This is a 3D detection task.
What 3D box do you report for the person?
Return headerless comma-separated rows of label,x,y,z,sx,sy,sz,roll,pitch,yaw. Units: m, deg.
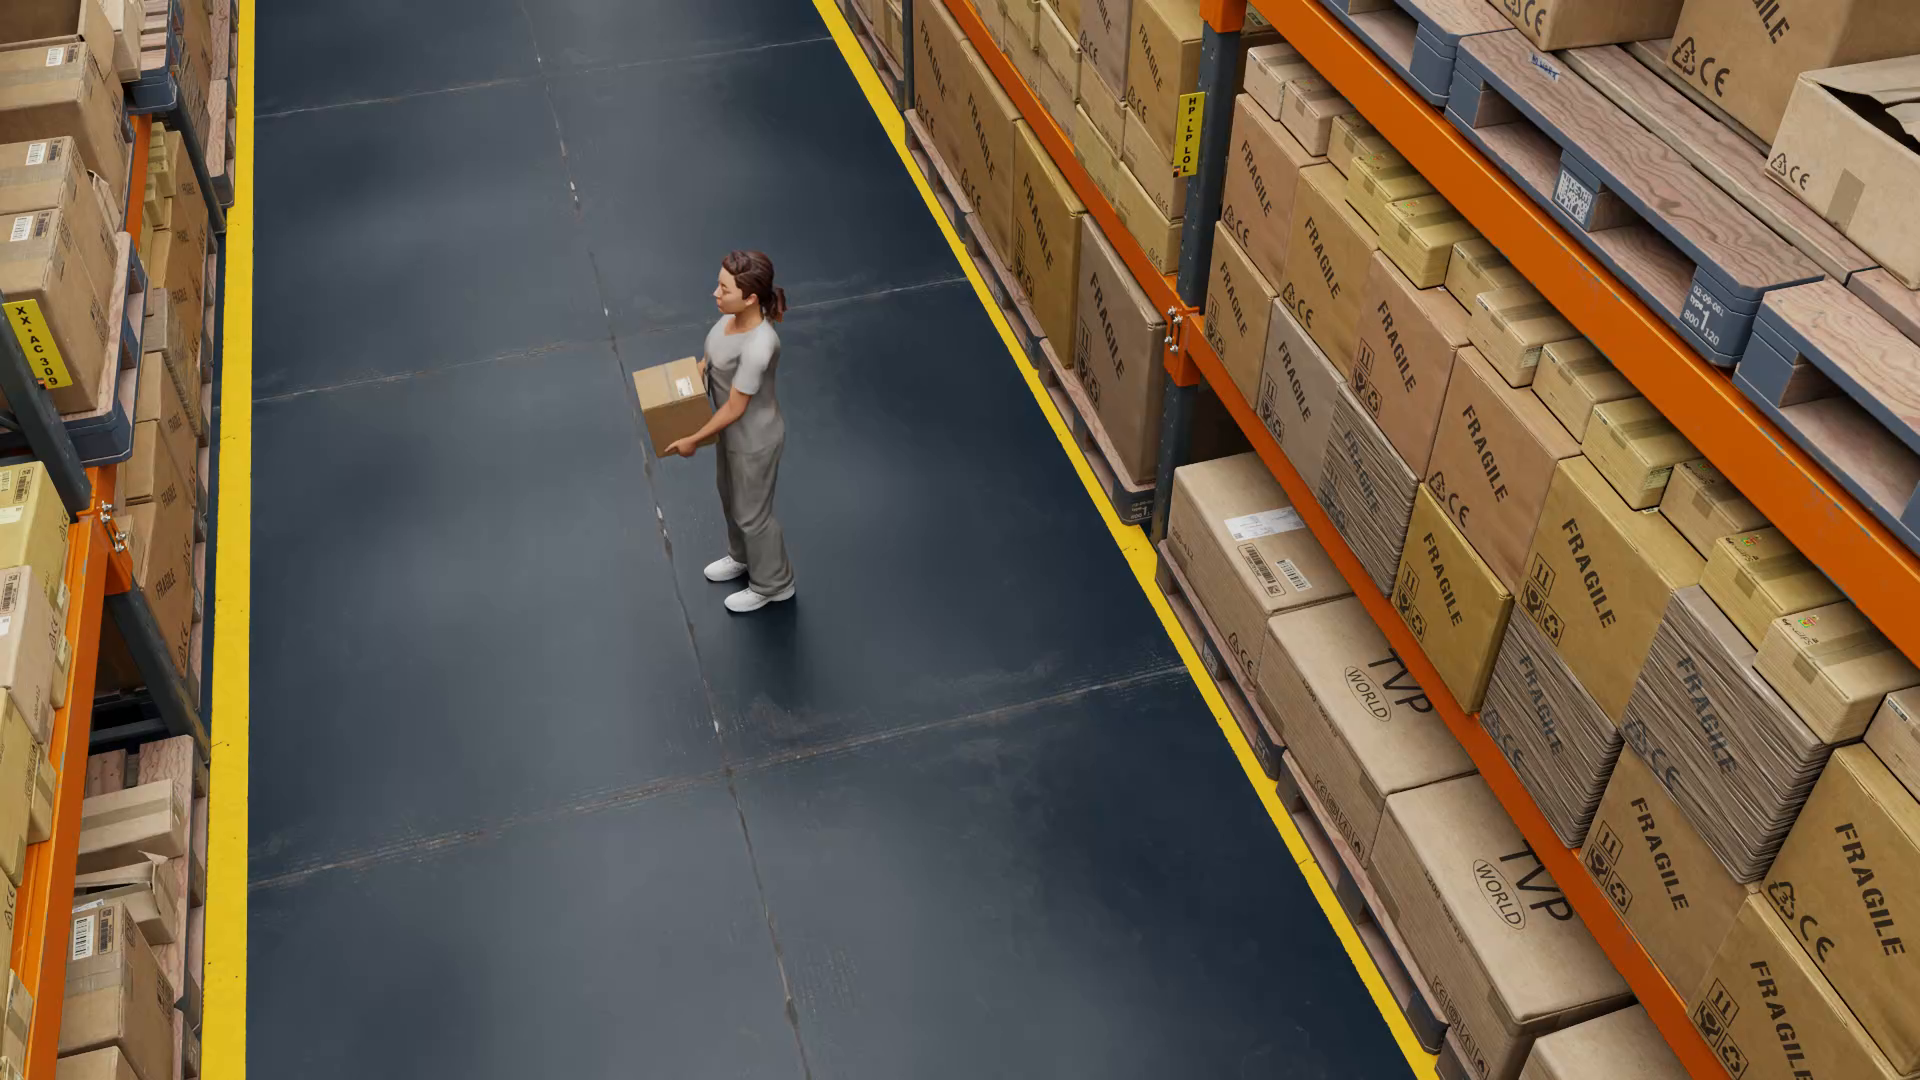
person,-0.913,-0.417,6.627,0.554,1.666,0.436,-11,44,-12
